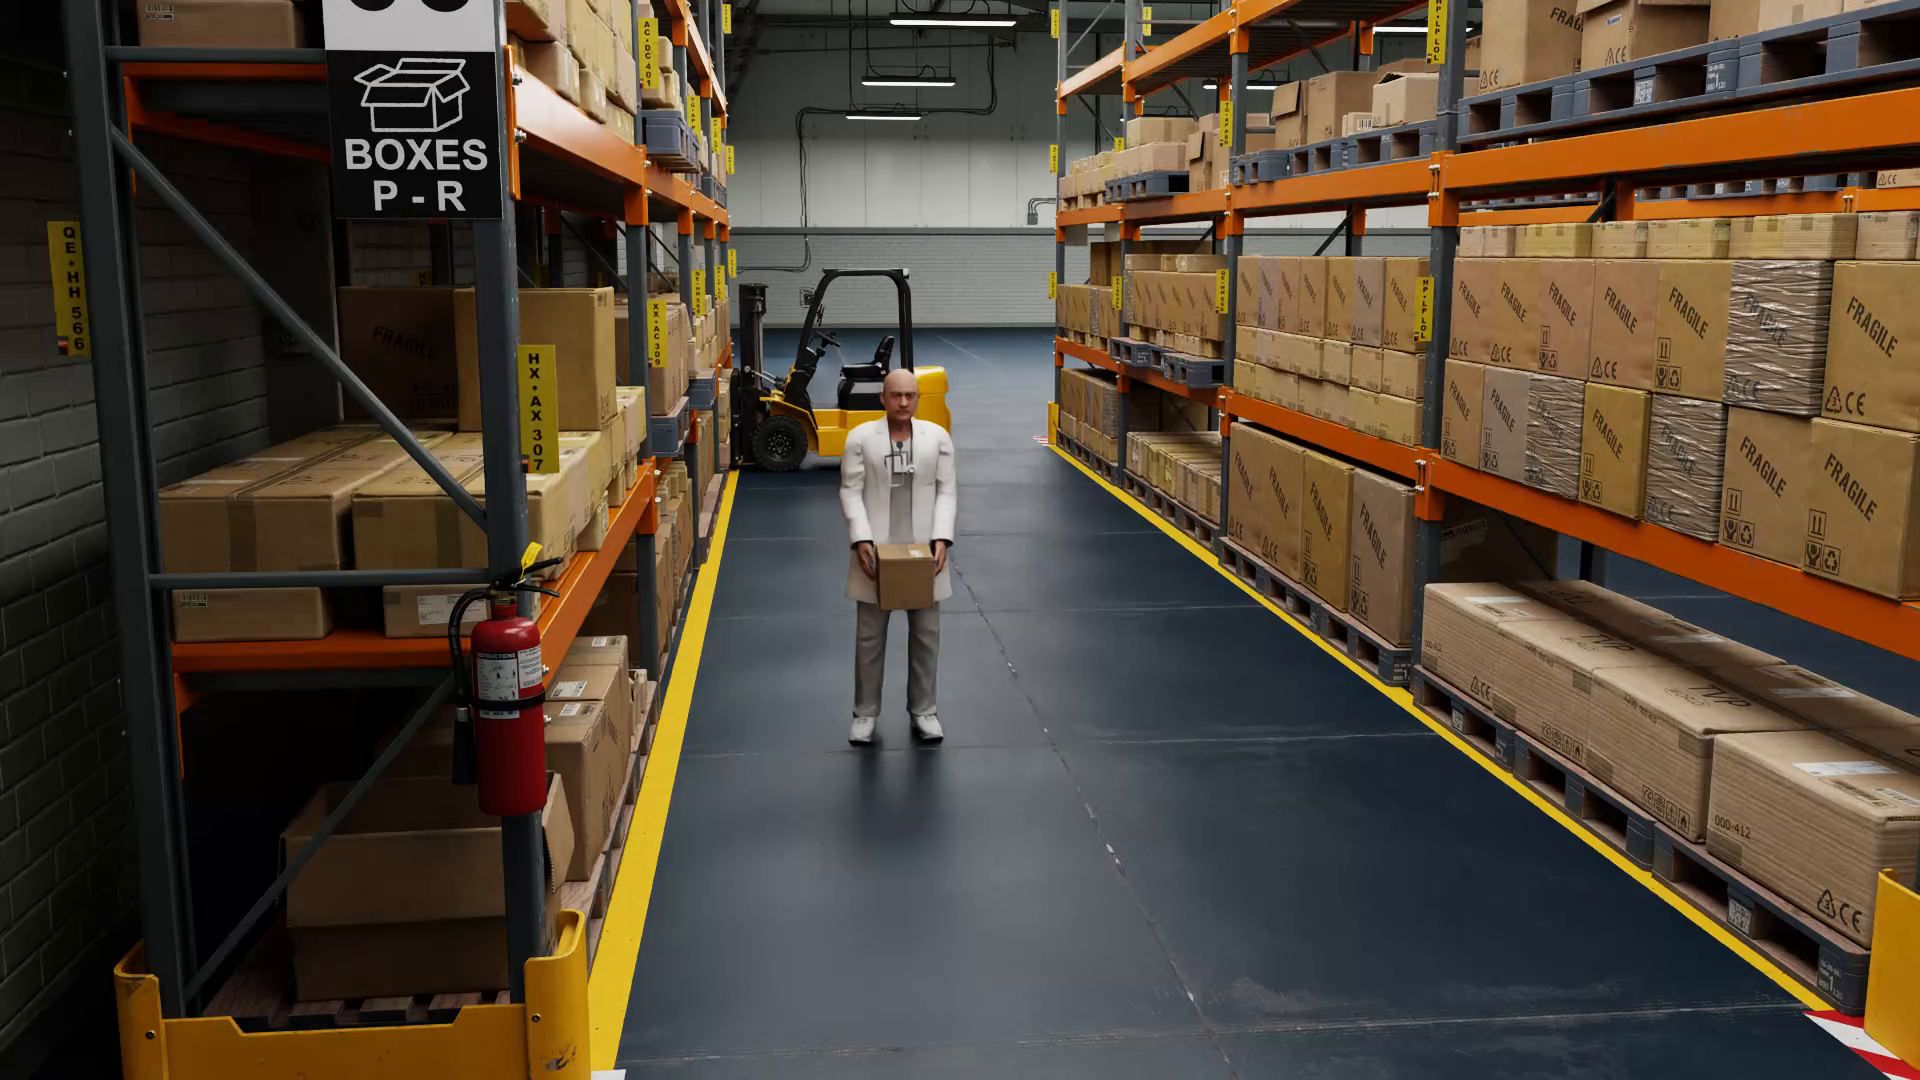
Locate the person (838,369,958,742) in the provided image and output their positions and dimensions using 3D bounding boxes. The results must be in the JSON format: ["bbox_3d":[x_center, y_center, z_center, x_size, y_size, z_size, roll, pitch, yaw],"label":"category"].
[{"bbox_3d":[-0.288,0.074,7.994,0.577,1.782,0.455,-1,10,-7],"label":"person"}]
